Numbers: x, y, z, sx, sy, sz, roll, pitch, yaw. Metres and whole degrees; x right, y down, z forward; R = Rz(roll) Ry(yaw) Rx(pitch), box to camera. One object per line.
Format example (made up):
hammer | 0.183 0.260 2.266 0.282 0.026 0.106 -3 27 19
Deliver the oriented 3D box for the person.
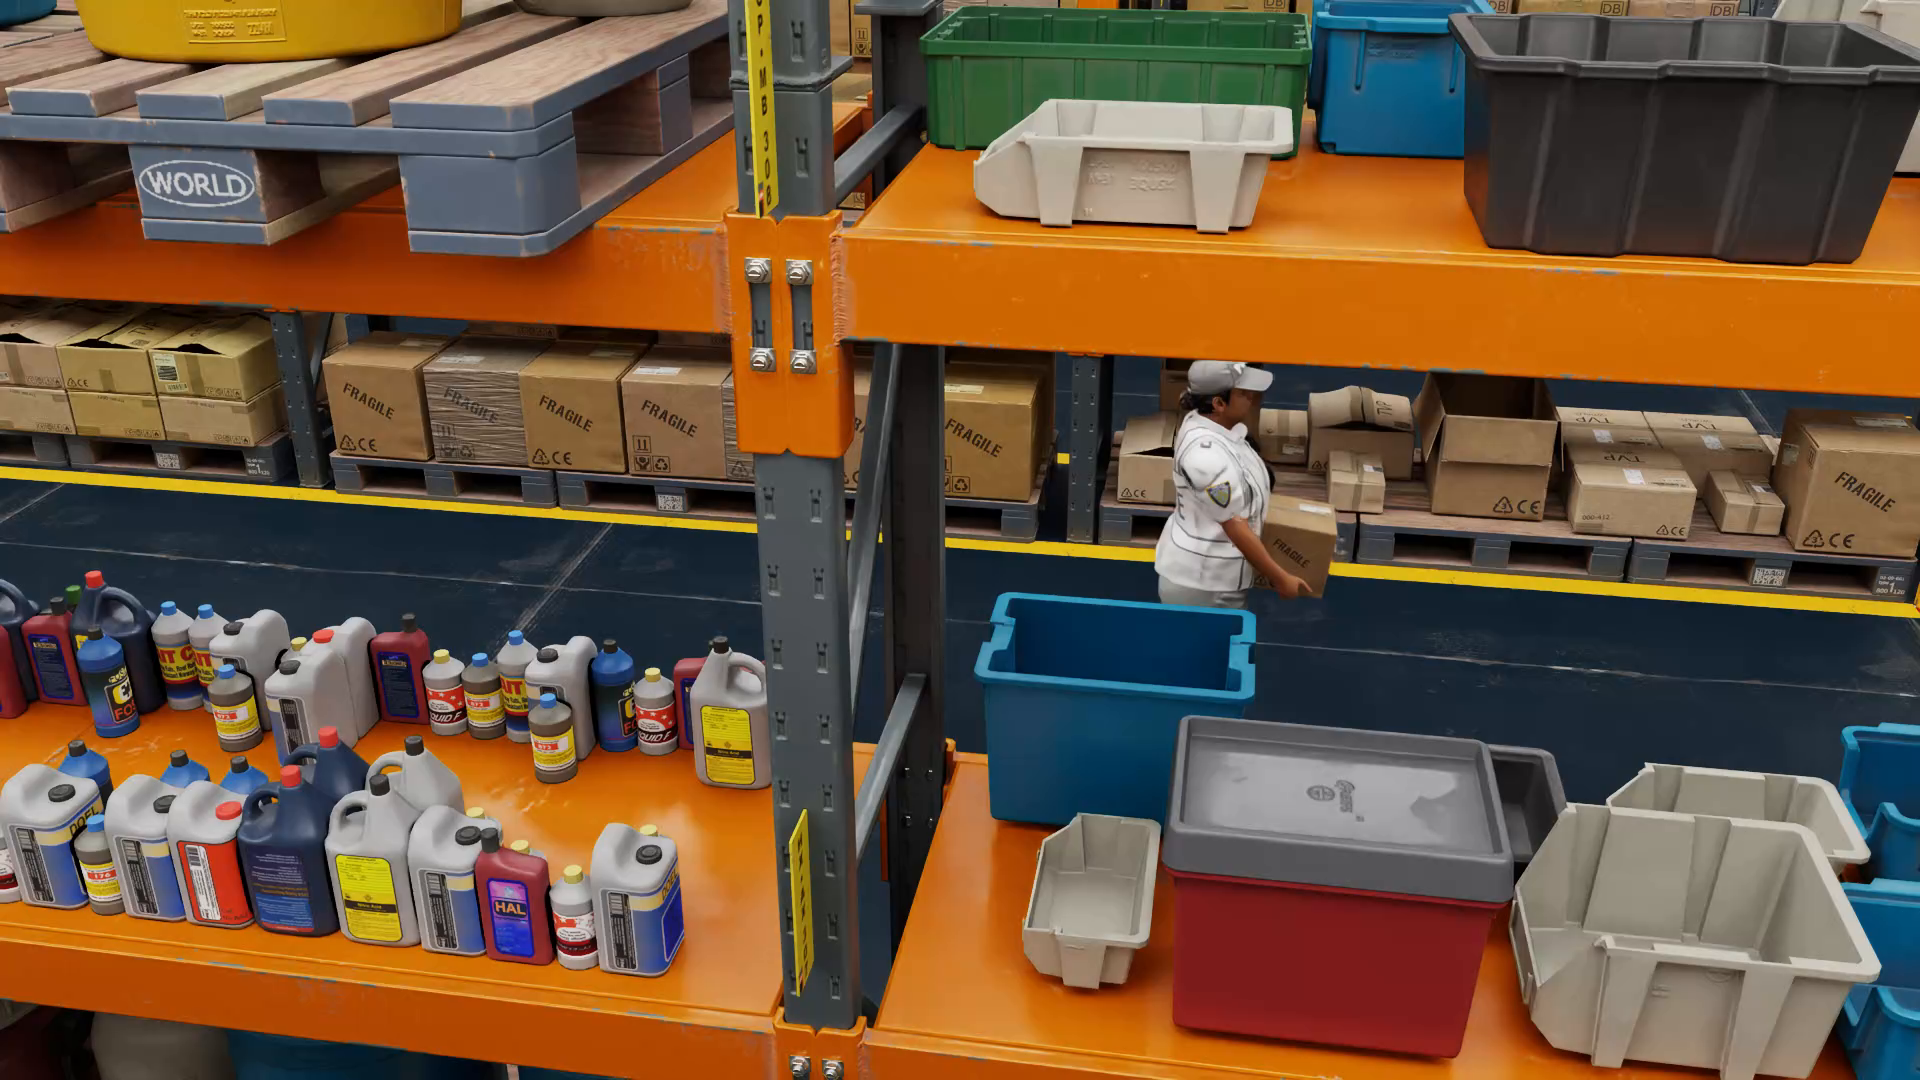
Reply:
person | 0.951 0.136 5.825 0.540 1.663 0.452 4 25 8
